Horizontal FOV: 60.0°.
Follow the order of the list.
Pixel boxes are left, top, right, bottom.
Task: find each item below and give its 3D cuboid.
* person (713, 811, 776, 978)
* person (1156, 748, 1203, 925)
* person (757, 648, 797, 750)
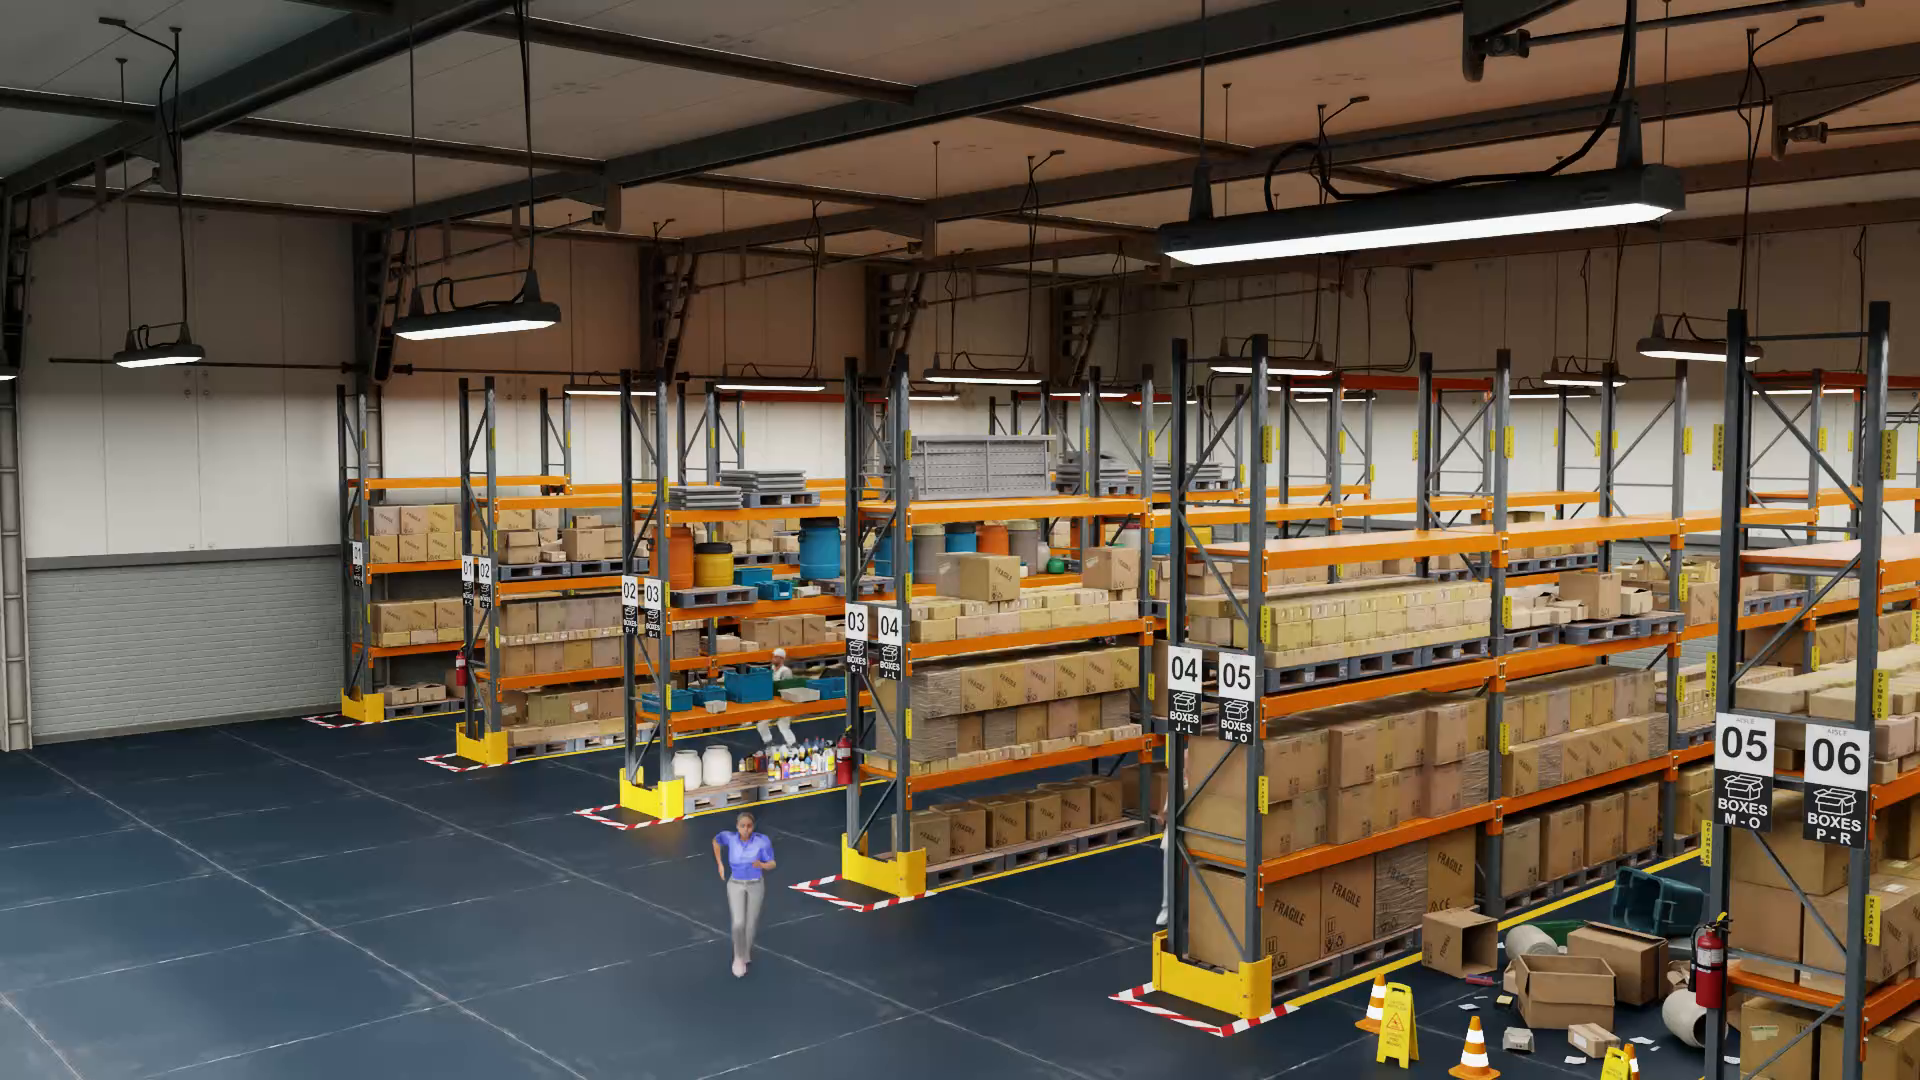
[{"bbox_3d":[-2.038,3.326,15.735,0.566,1.583,0.866,-1,4,-13],"label":"person"},{"bbox_3d":[2.396,3.098,17.569,0.700,1.778,0.952,3,5,35],"label":"person"},{"bbox_3d":[-2.845,2.582,25.778,0.644,1.824,0.743,3,5,42],"label":"person"}]
